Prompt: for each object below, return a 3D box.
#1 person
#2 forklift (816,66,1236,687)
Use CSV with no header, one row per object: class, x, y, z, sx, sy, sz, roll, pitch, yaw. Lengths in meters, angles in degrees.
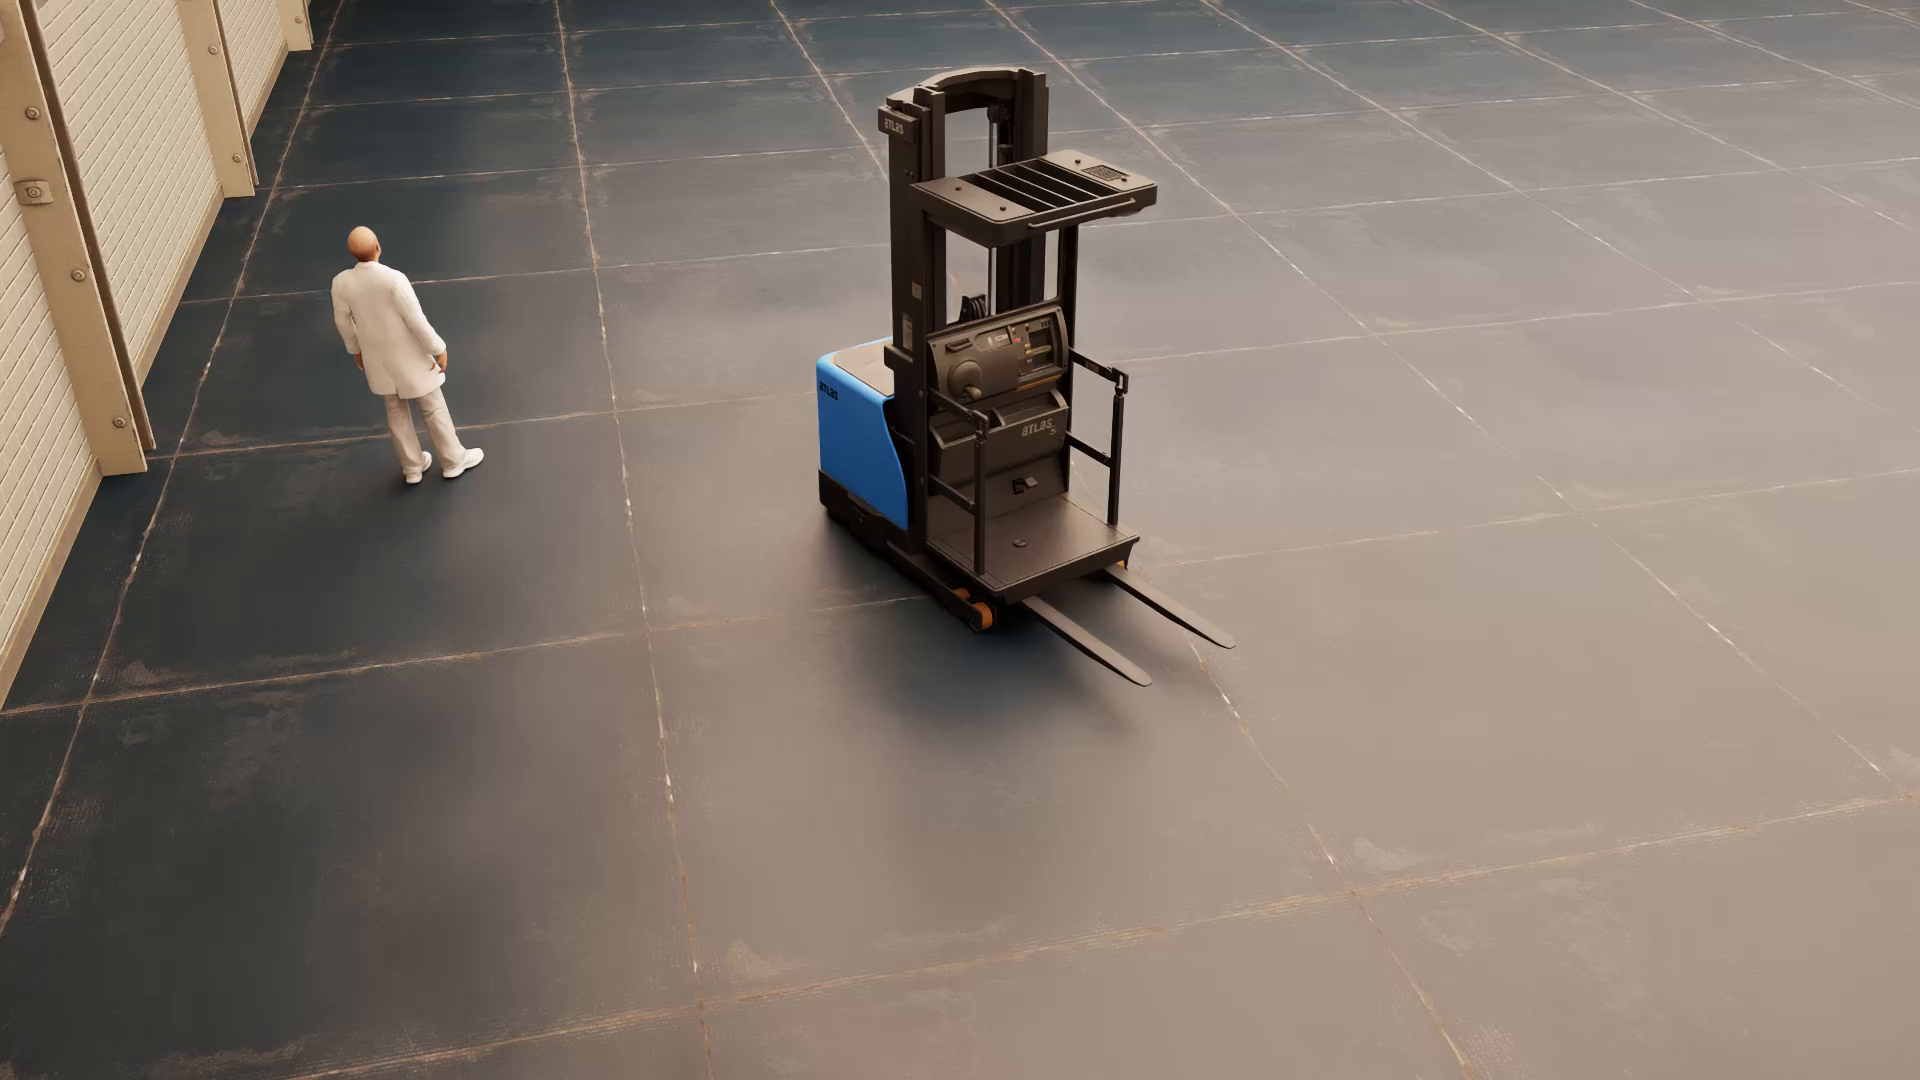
person,-3.635,-1.234,10.842,0.695,1.776,0.583,6,31,9
forklift,0.355,-1.021,9.338,1.130,2.935,3.031,-20,35,-30
